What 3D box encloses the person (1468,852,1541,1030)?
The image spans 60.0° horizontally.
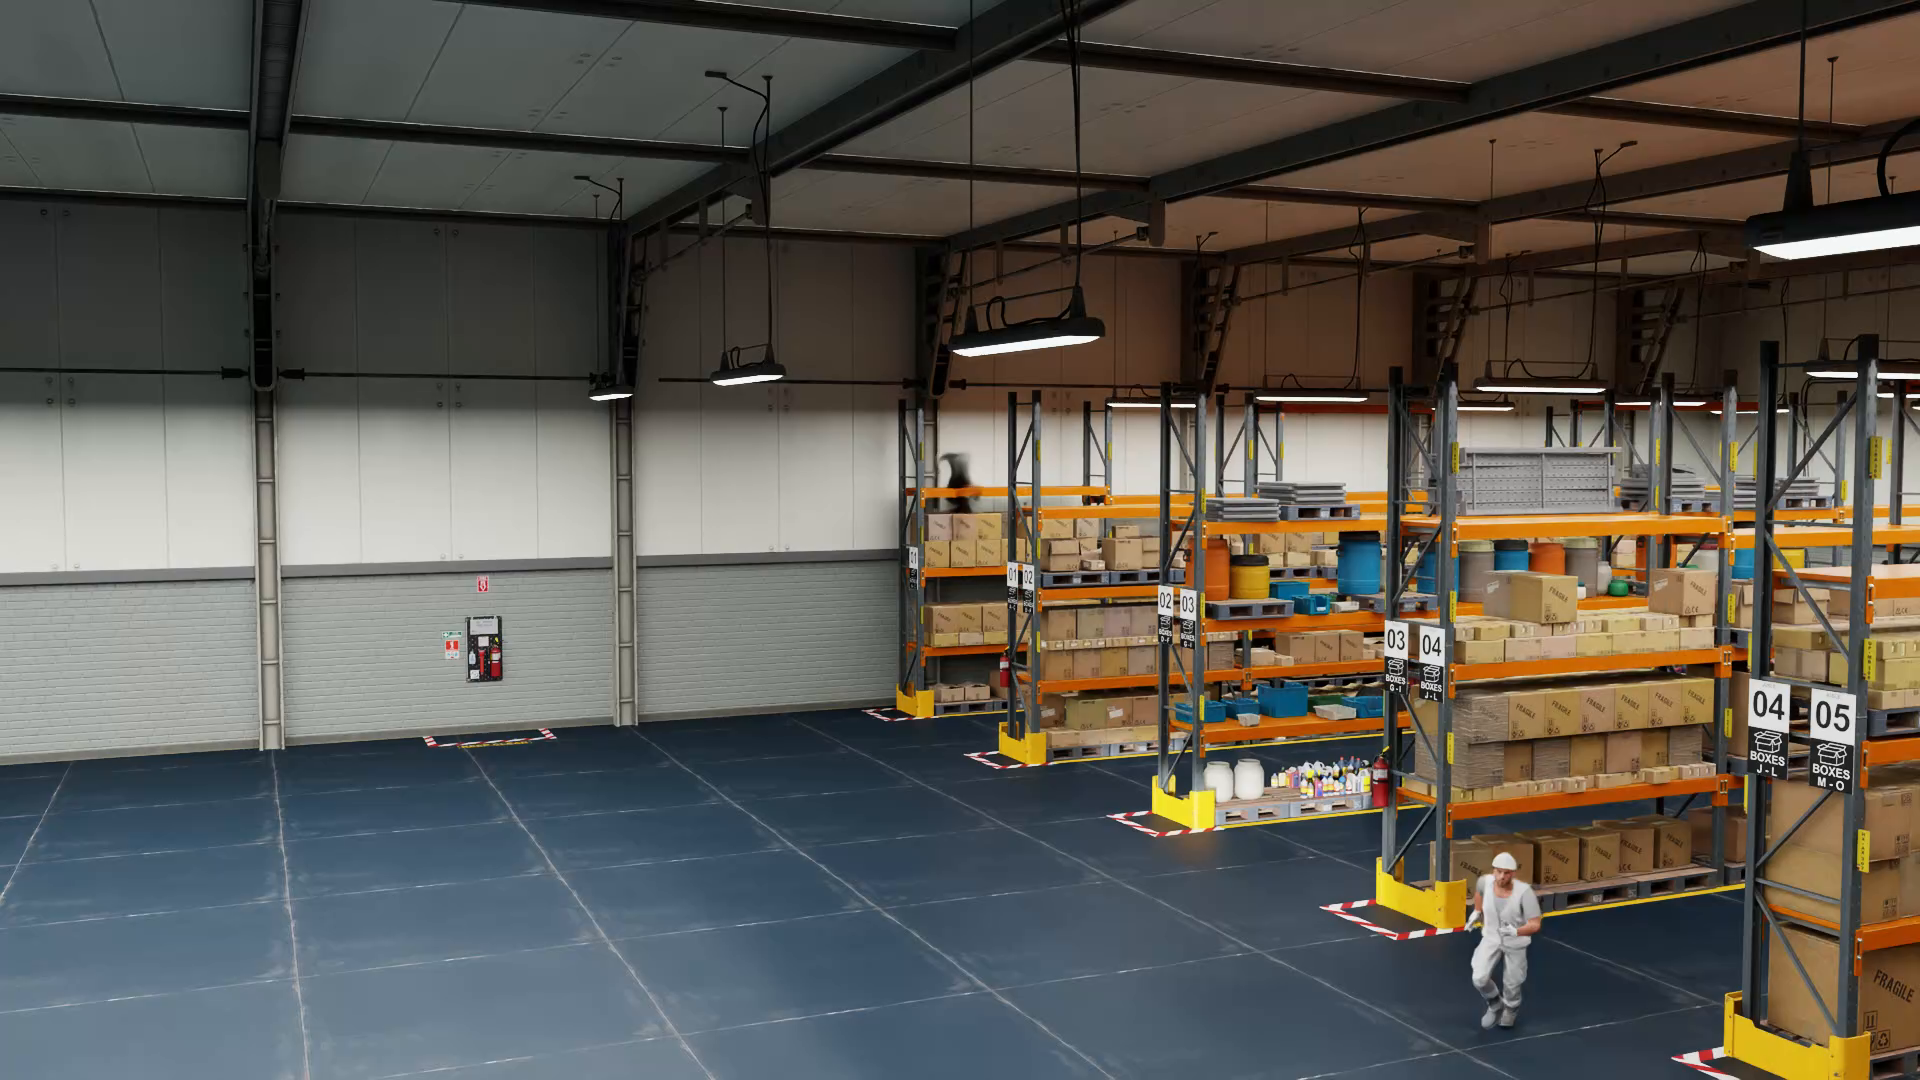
[{"bbox_3d":[4.684,3.476,14.373,0.694,1.649,0.963,2,4,30],"label":"person"}]
